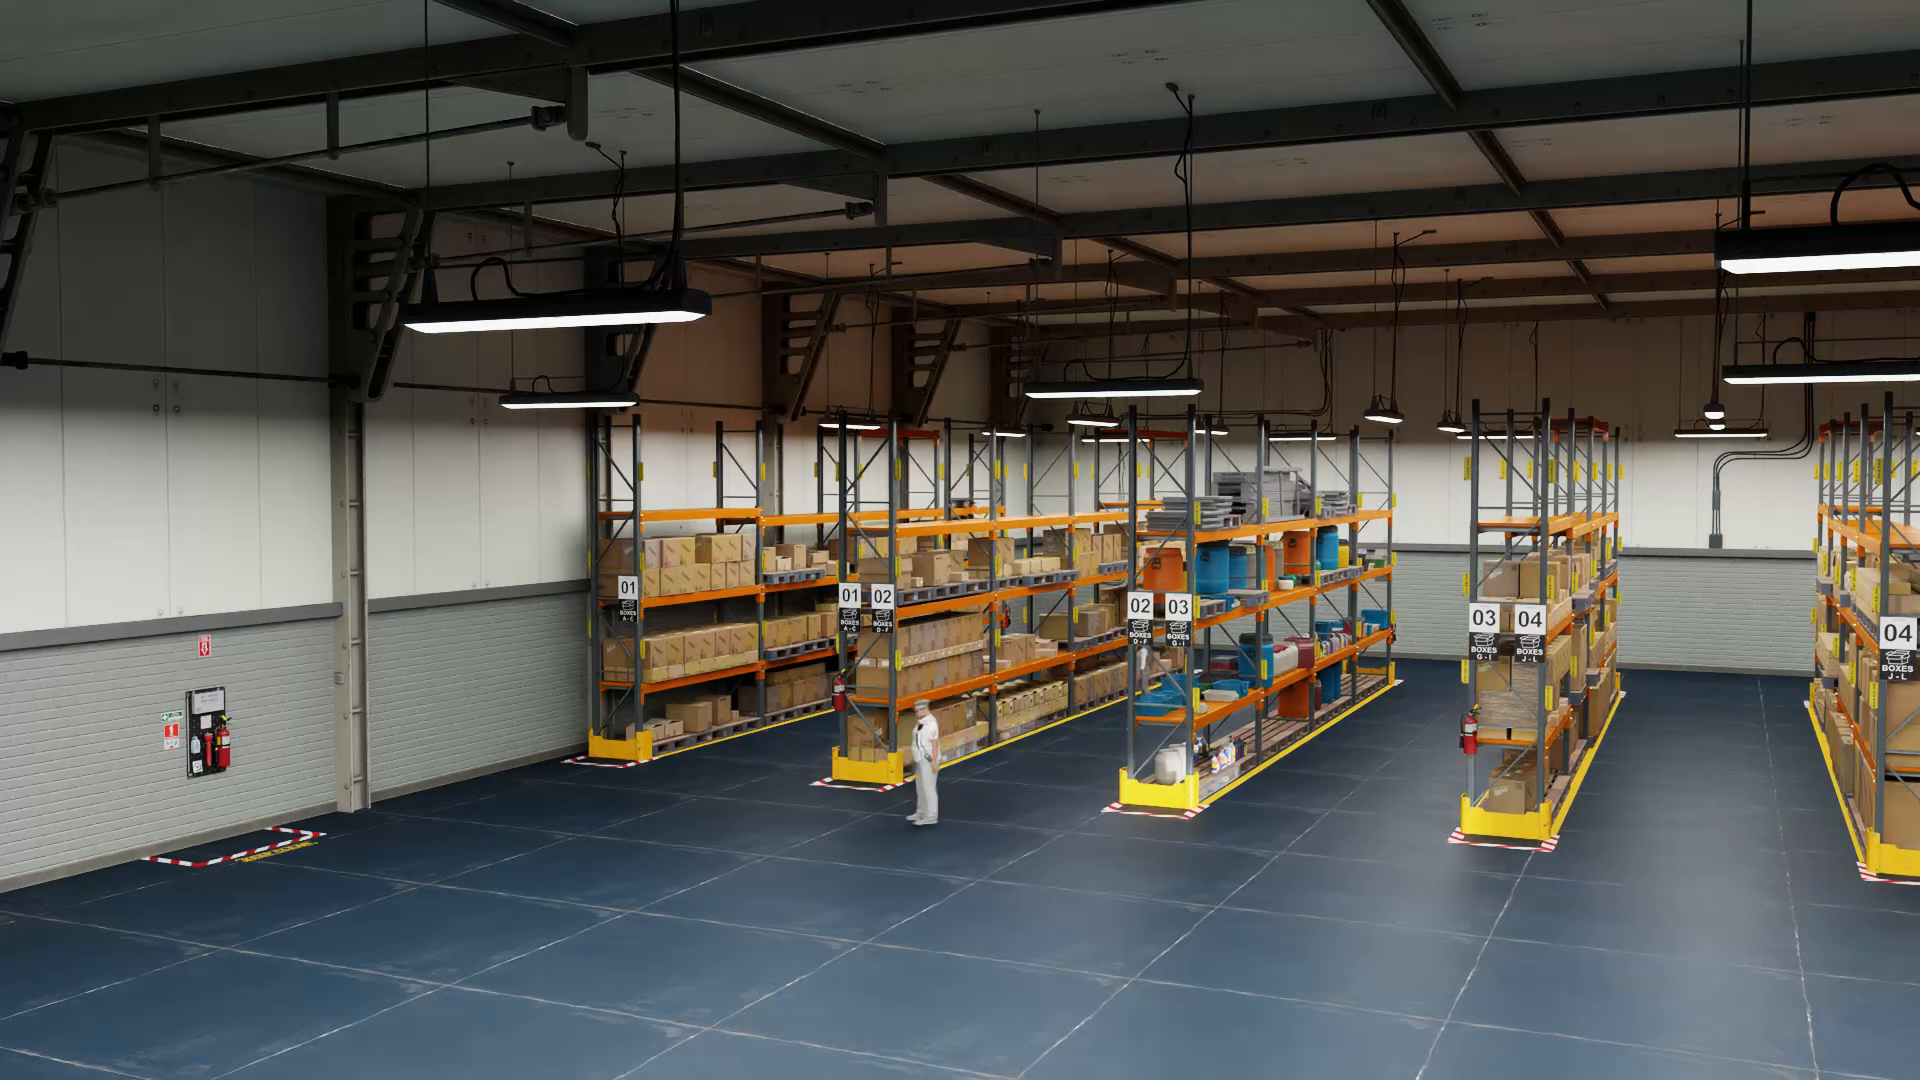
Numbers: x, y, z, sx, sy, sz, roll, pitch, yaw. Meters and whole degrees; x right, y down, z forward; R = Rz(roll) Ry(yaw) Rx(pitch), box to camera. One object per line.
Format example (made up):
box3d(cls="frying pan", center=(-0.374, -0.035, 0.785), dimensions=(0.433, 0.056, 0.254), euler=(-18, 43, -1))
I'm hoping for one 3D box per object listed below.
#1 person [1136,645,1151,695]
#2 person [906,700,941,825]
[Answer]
box3d(cls="person", center=(3.832, 2.790, 34.521), dimensions=(0.371, 1.620, 0.483), euler=(0, 2, 6))
box3d(cls="person", center=(-0.518, 3.151, 23.732), dimensions=(0.461, 1.745, 0.631), euler=(-1, 2, -15))
